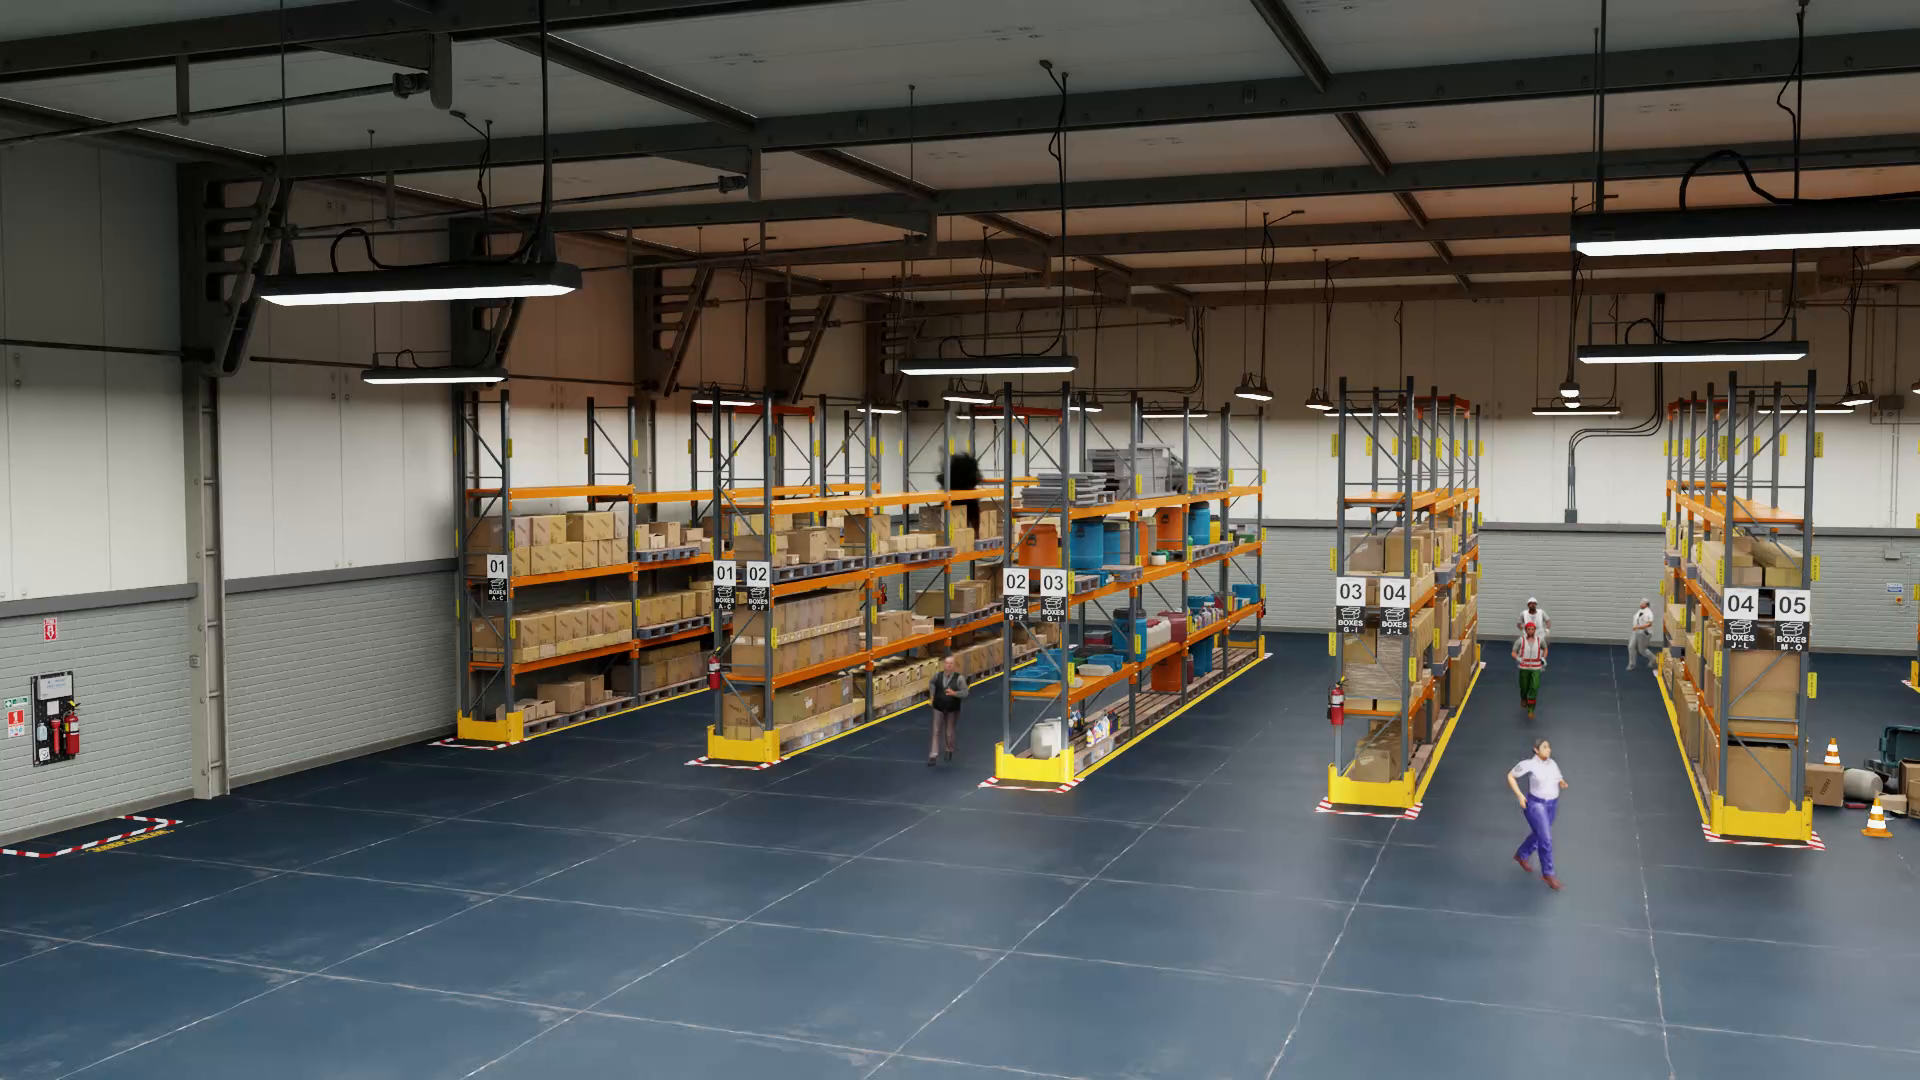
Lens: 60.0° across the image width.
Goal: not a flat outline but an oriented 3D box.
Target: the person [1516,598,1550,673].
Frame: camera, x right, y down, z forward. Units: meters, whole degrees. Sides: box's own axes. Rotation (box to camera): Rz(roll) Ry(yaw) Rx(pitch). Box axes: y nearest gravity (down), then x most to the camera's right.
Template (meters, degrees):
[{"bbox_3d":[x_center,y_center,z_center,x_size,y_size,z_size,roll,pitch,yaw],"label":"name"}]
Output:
[{"bbox_3d":[12.559,2.132,36.426,0.714,1.731,0.516,1,3,17],"label":"person"}]

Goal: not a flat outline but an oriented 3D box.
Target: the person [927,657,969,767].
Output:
[{"bbox_3d":[-0.189,2.674,25.914,0.667,1.712,1.062,0,3,7],"label":"person"}]

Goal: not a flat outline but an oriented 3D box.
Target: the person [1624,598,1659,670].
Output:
[{"bbox_3d":[15.419,2.130,37.492,0.735,1.665,0.626,0,3,-8],"label":"person"}]

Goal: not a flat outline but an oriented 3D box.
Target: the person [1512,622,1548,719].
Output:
[{"bbox_3d":[10.584,2.401,30.869,0.658,1.768,0.971,1,3,14],"label":"person"}]

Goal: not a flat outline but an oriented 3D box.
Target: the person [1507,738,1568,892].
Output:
[{"bbox_3d":[6.685,3.057,19.164,0.594,1.542,0.871,-2,4,-29],"label":"person"}]
